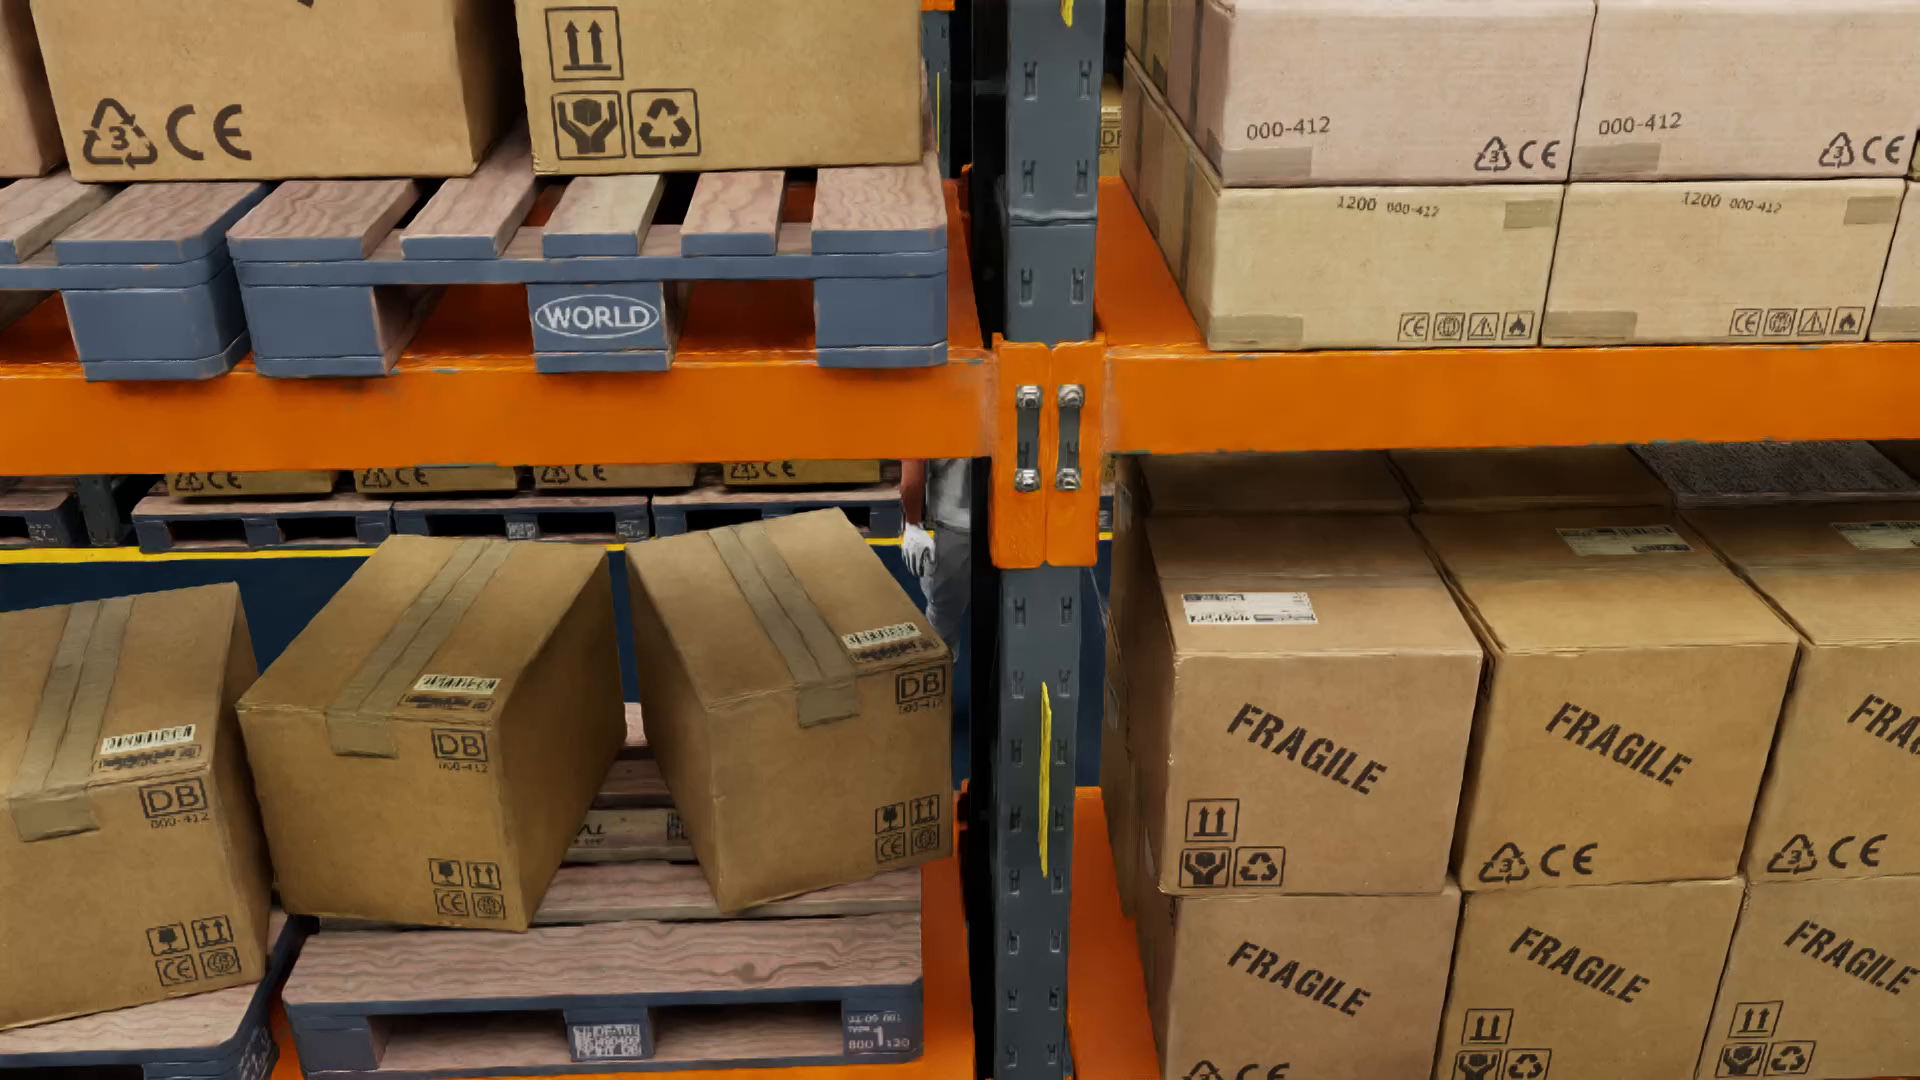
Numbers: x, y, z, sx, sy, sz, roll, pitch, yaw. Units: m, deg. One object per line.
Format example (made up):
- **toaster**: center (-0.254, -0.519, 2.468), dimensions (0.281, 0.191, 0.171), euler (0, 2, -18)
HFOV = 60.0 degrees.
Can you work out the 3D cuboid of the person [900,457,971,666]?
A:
- **person**: center (0.089, -0.061, 6.142), dimensions (0.620, 1.794, 0.465), euler (-13, 30, -23)
